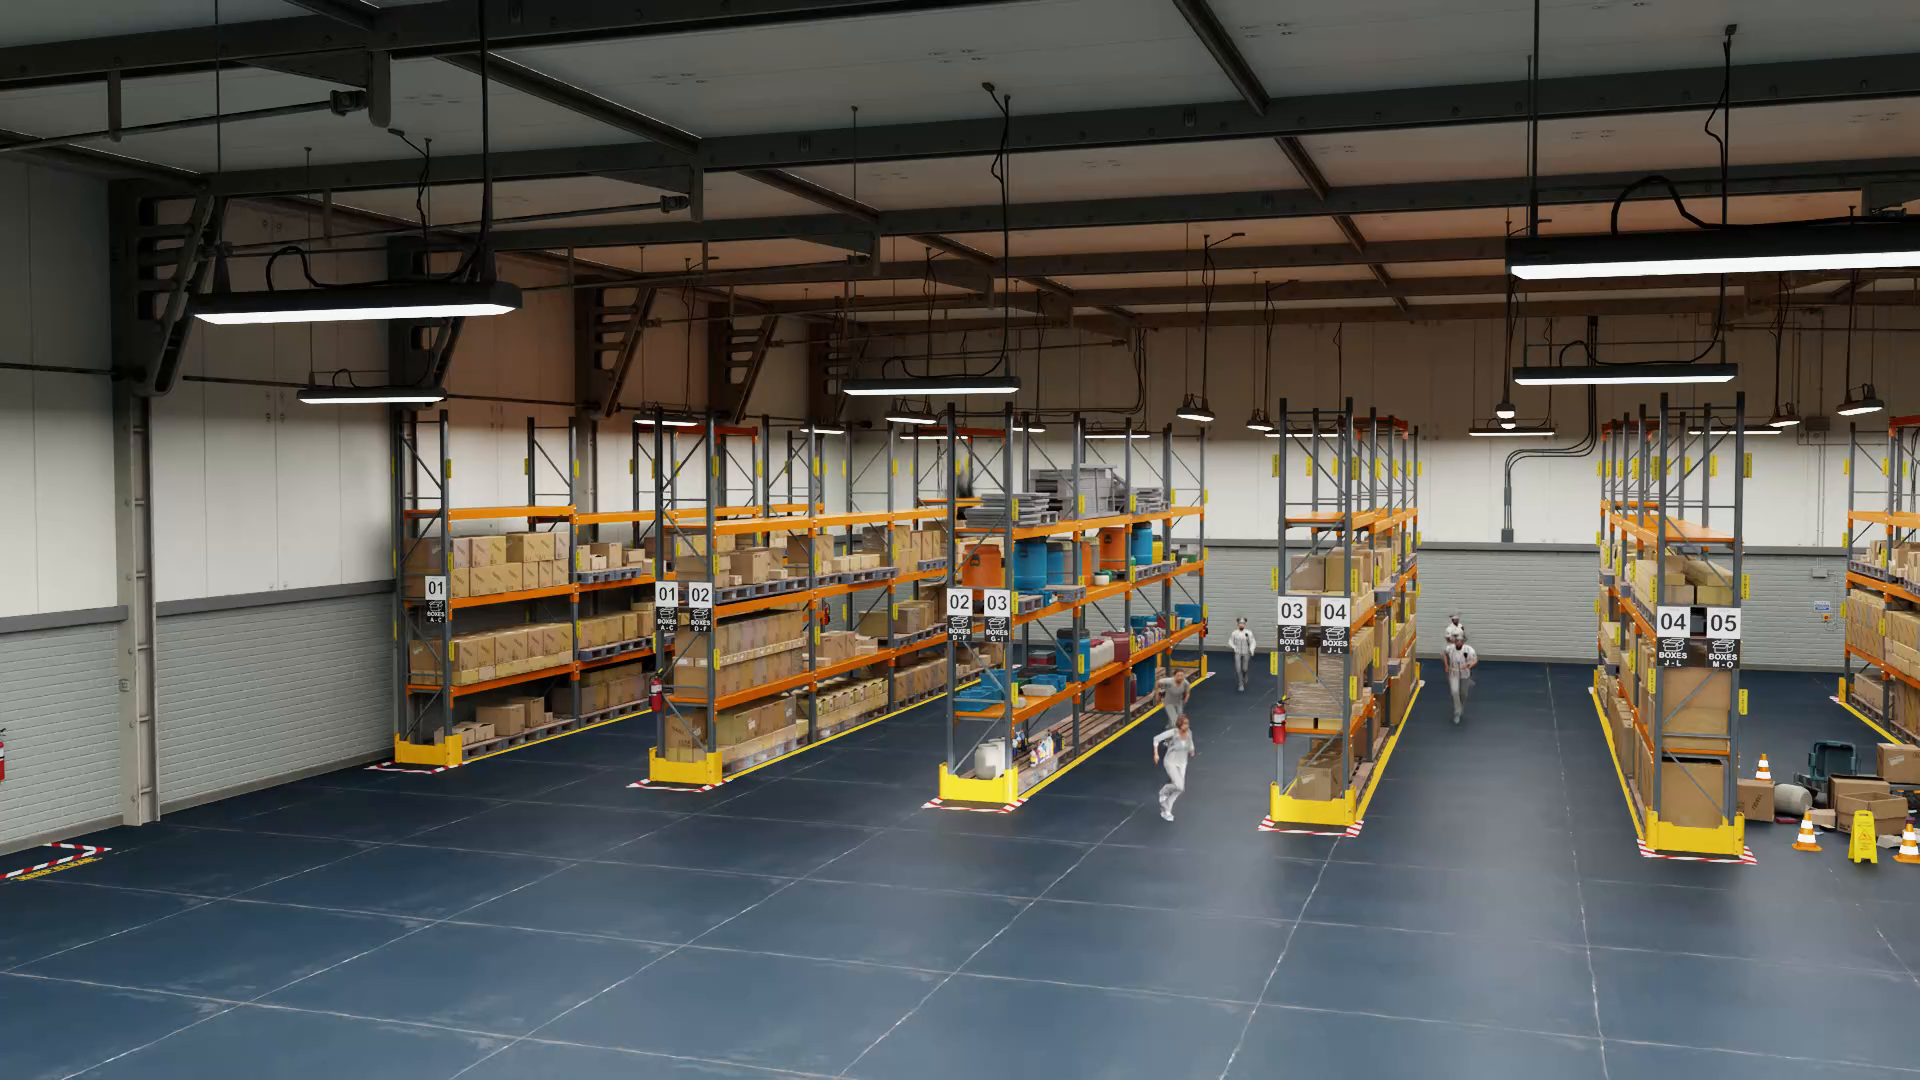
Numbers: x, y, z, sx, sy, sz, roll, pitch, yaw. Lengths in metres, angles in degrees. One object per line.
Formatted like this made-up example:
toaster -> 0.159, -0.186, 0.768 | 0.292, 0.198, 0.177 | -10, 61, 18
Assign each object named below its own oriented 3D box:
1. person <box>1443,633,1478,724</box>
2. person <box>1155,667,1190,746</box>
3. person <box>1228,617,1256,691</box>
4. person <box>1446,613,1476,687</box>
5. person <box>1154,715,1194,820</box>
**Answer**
person -> 9.951, 2.723, 33.100 | 0.663, 1.788, 1.071 | 1, 3, 15
person -> 3.779, 2.985, 29.580 | 0.590, 1.503, 0.812 | -1, 3, -13
person -> 6.375, 2.573, 37.630 | 0.616, 1.659, 0.554 | 1, 2, 12
person -> 11.485, 2.526, 38.537 | 0.598, 1.691, 0.859 | -1, 3, -16
person -> 3.082, 3.235, 23.624 | 0.525, 1.527, 0.656 | -2, 3, -32
